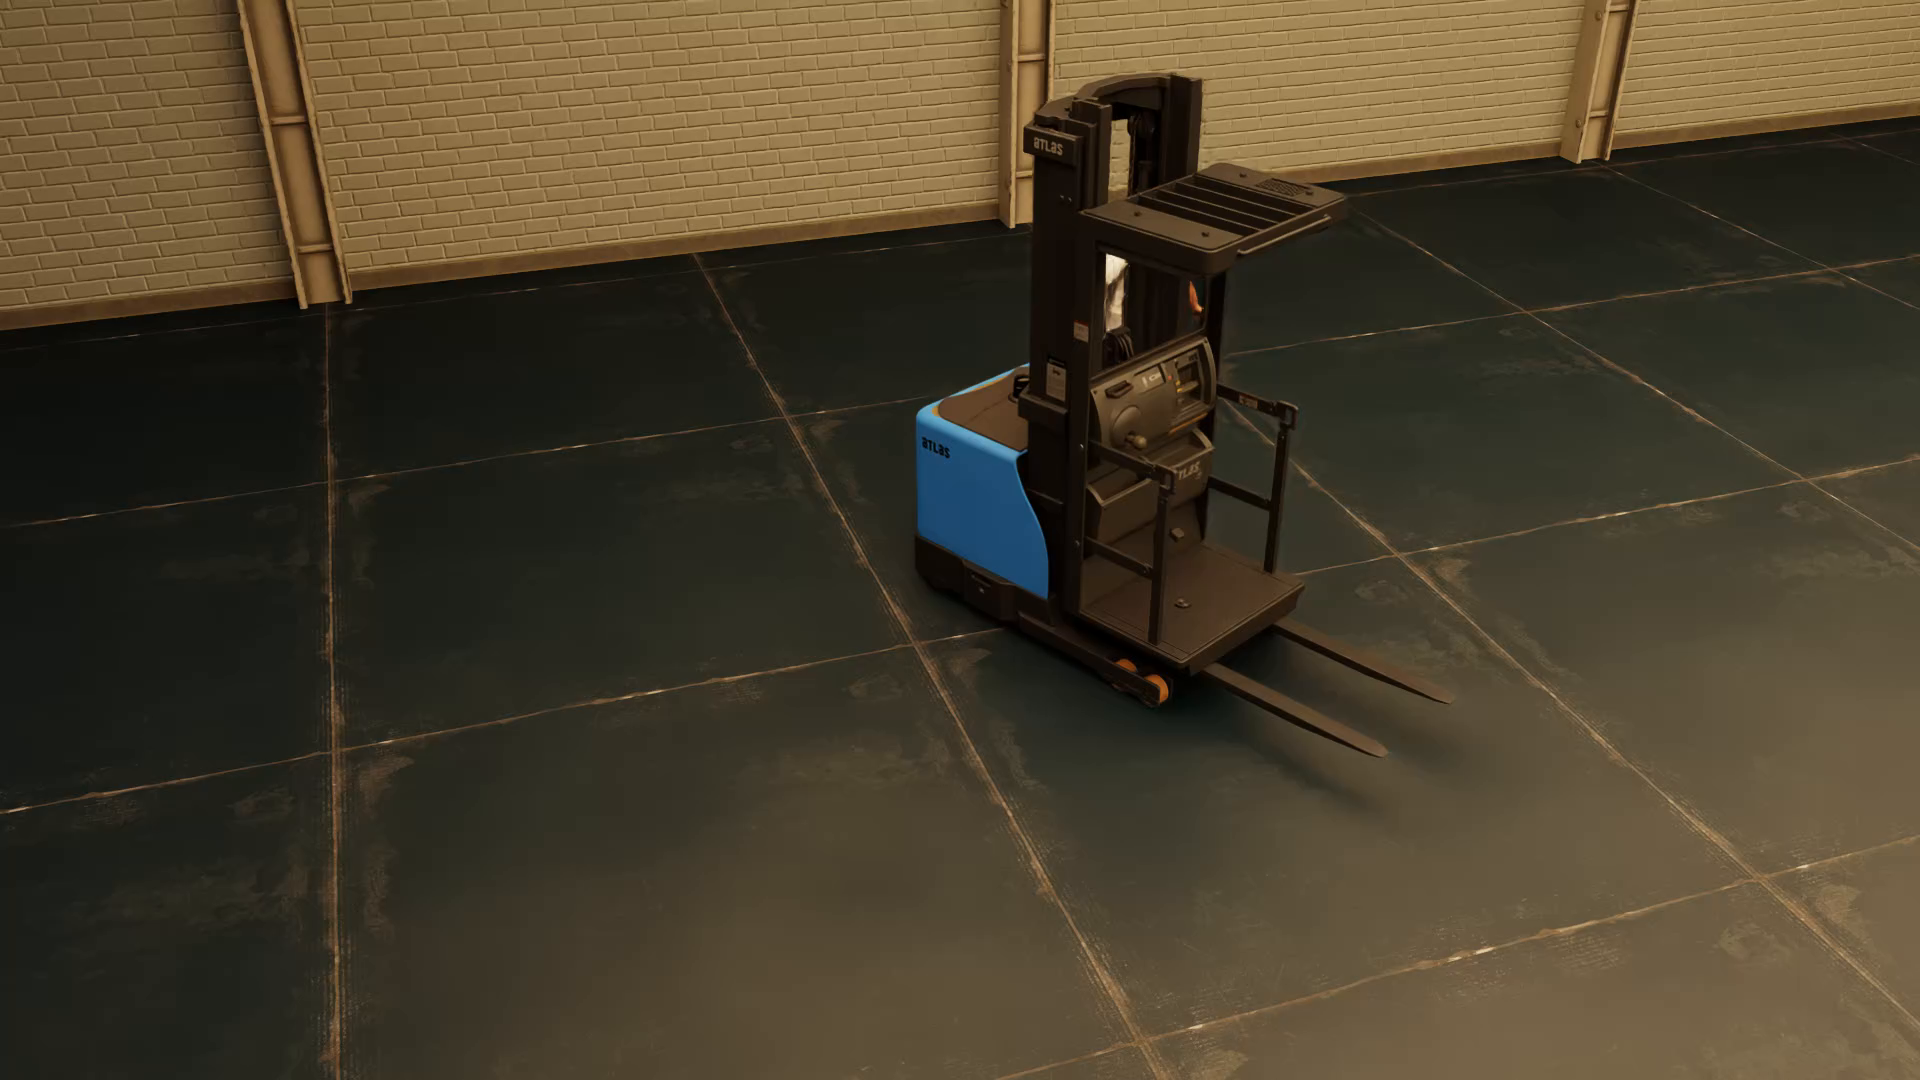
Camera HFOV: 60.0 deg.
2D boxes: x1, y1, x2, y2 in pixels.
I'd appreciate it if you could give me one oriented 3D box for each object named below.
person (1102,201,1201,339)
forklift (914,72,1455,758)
[{"bbox_3d":[1.136,-1.436,10.980,1.141,1.641,0.508,-12,32,-21],"label":"person"},{"bbox_3d":[1.141,-0.706,8.315,3.031,2.935,1.130,26,39,38],"label":"forklift"}]
